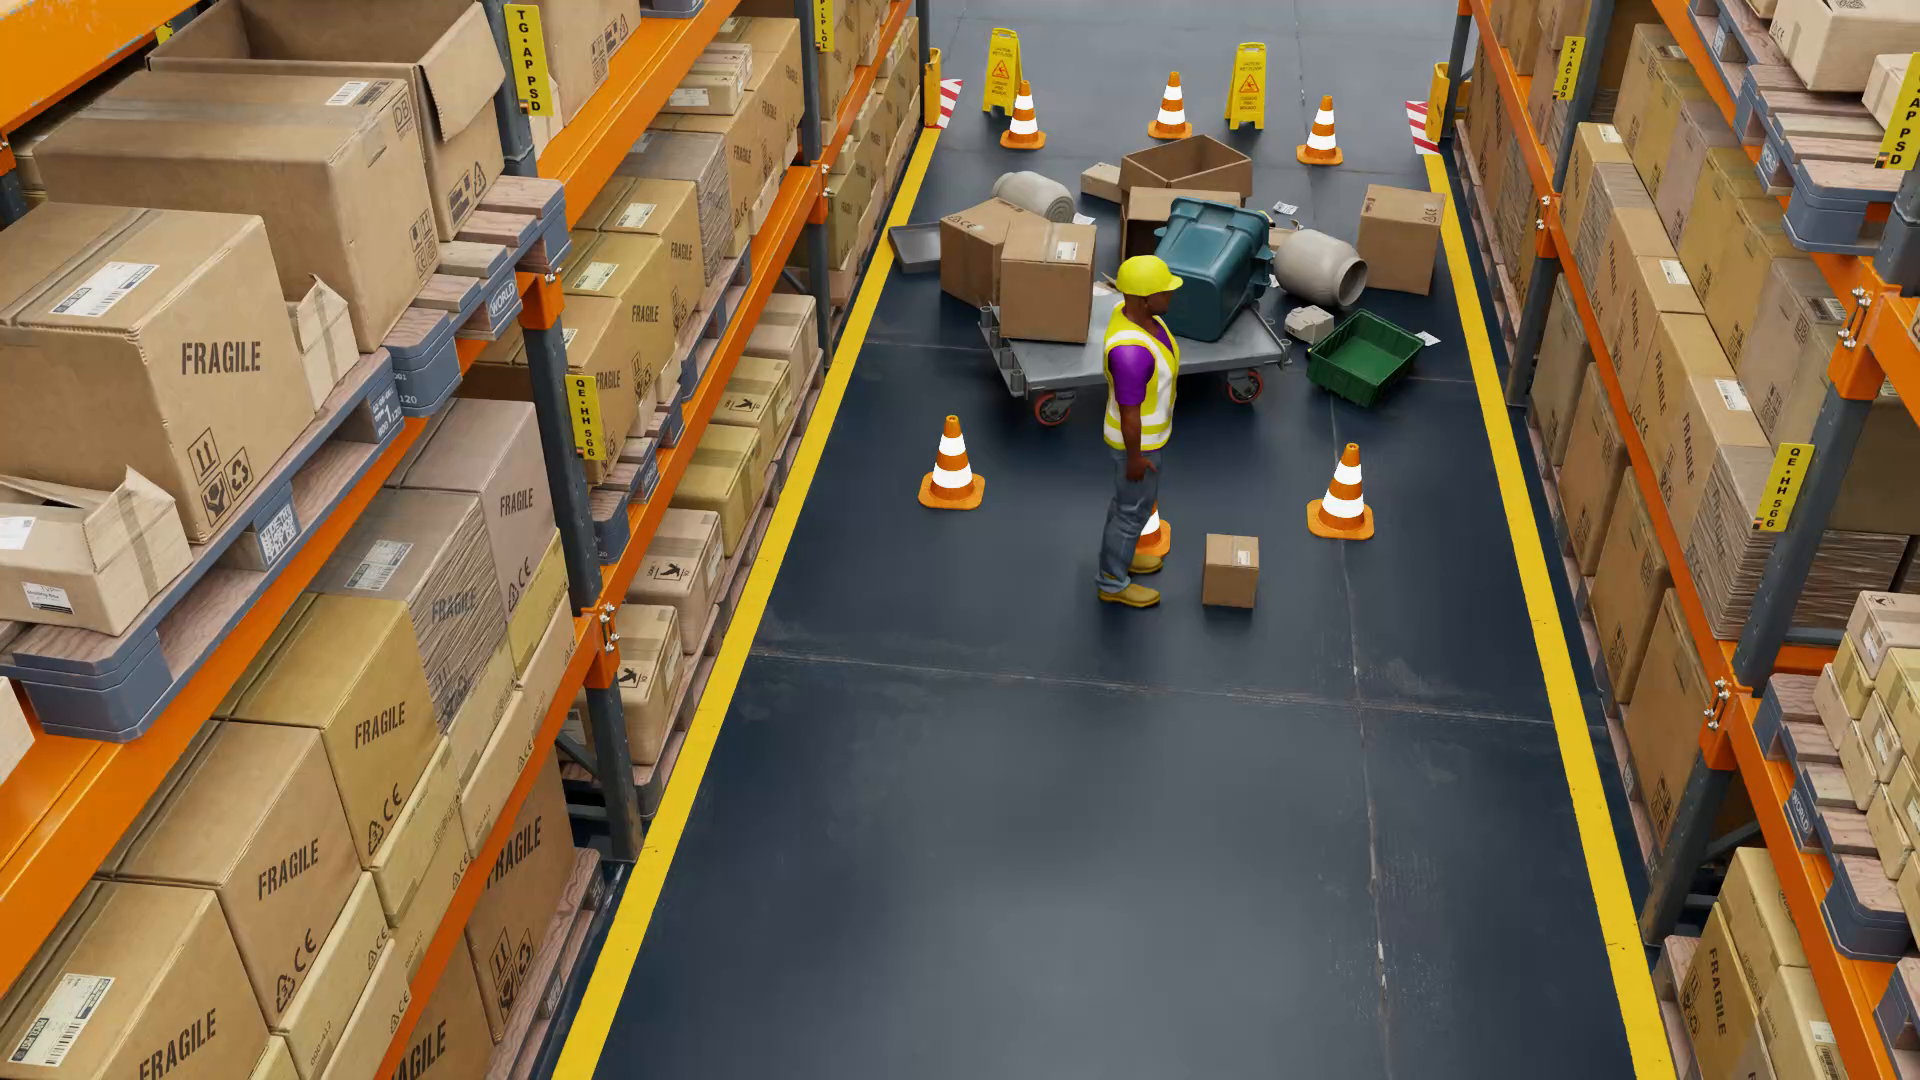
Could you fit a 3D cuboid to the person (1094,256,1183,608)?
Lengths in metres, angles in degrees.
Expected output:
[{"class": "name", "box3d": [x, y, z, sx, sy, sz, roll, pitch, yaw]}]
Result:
[{"class": "person", "box3d": [0.824, -0.509, 7.726, 0.354, 1.761, 0.562, 5, 36, 7]}]
